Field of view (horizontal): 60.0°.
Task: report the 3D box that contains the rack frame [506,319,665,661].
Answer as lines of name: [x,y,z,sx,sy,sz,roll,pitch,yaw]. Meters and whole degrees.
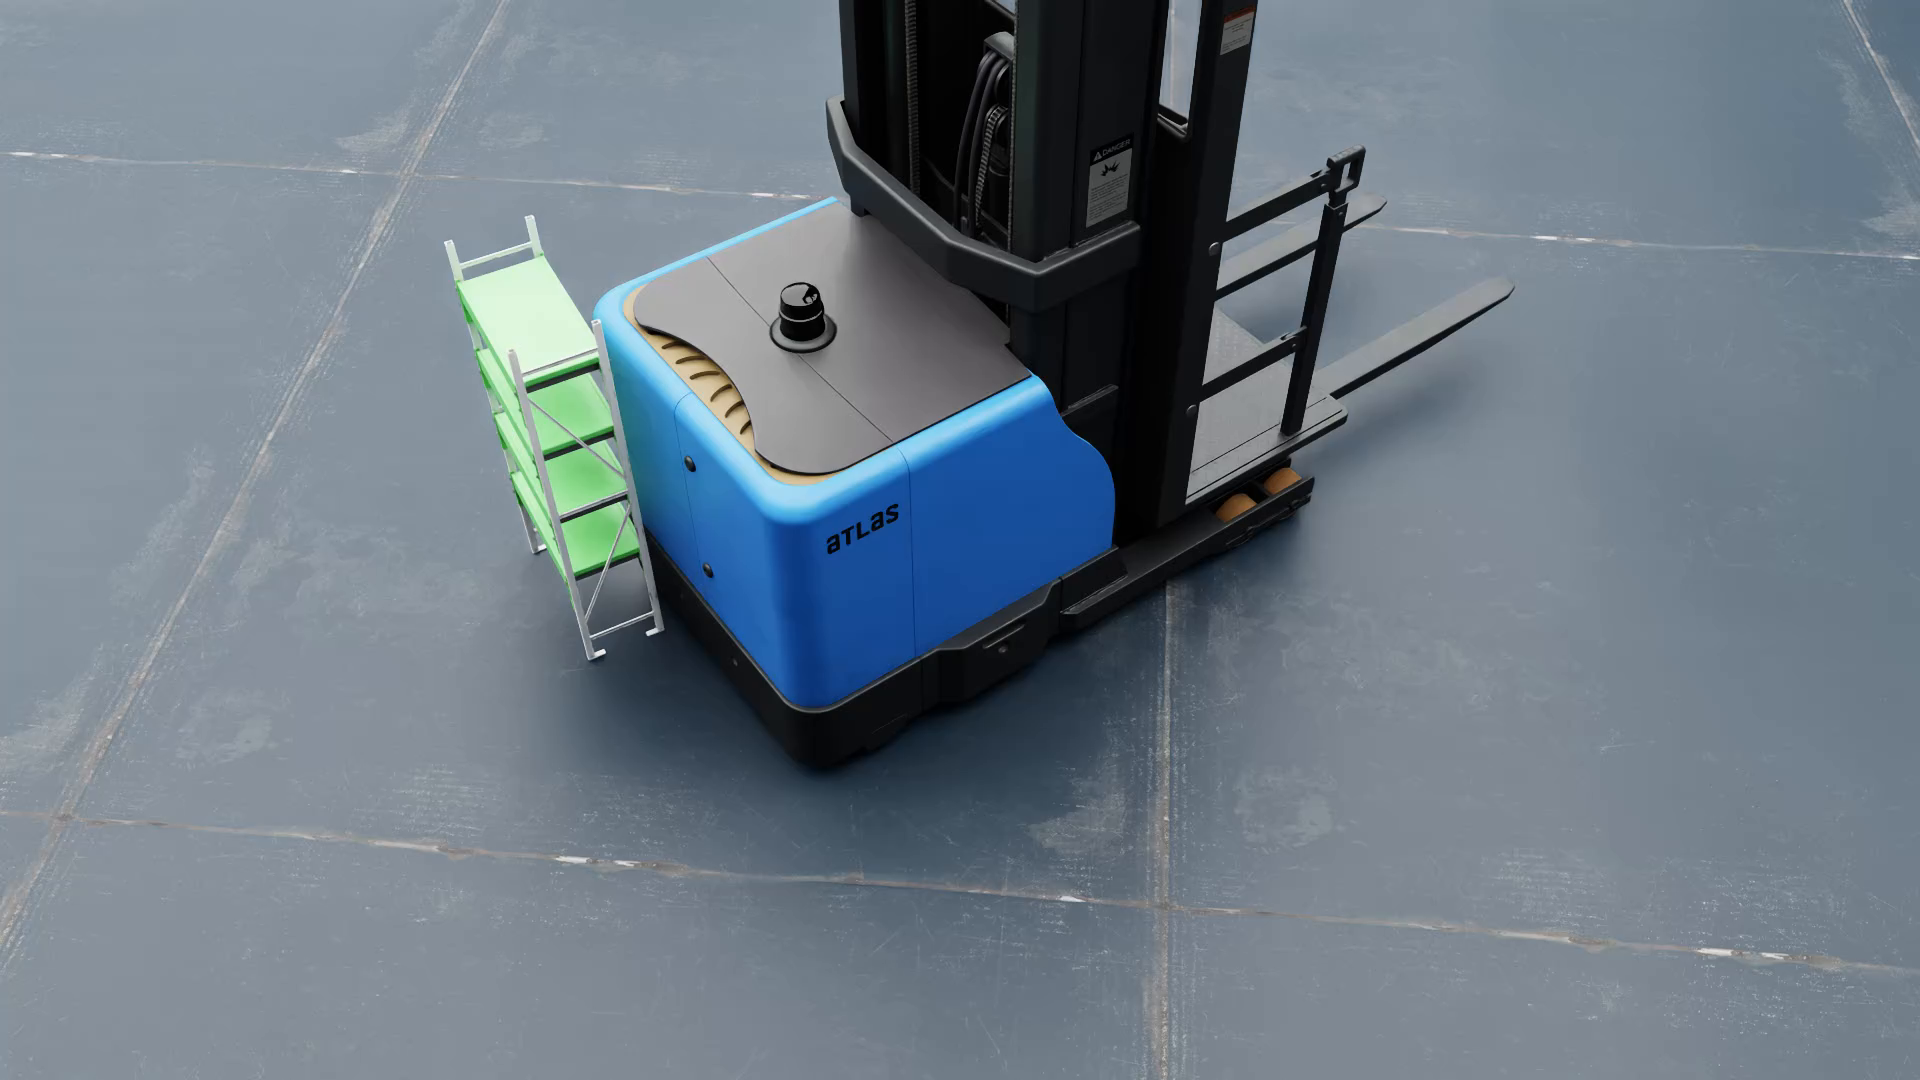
rack frame: [-0.997,-0.096,4.524,0.240,1.200,0.015,-23,51,-19]

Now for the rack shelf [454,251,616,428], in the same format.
rack shelf: [-1.116,-0.533,4.361,0.258,0.148,0.480,-23,51,-19]

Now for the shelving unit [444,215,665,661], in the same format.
shelving unit: [-1.116,-0.252,4.668,0.258,1.200,0.503,-23,51,-19]

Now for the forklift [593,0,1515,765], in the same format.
forklift: [0.503,-1.259,4.416,3.031,2.935,1.130,-28,54,-23]

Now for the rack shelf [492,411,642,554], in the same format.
rack shelf: [-1.116,-0.209,4.715,0.258,0.148,0.480,-23,51,-19]

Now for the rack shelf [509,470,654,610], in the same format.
rack shelf: [-1.116,-0.047,4.892,0.258,0.148,0.480,-23,51,-19]

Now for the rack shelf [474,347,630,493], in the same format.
rack shelf: [-1.116,-0.371,4.538,0.258,0.148,0.480,-23,51,-19]

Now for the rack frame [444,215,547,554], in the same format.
rack frame: [-1.236,-0.409,4.811,0.240,1.200,0.015,-23,51,-19]
